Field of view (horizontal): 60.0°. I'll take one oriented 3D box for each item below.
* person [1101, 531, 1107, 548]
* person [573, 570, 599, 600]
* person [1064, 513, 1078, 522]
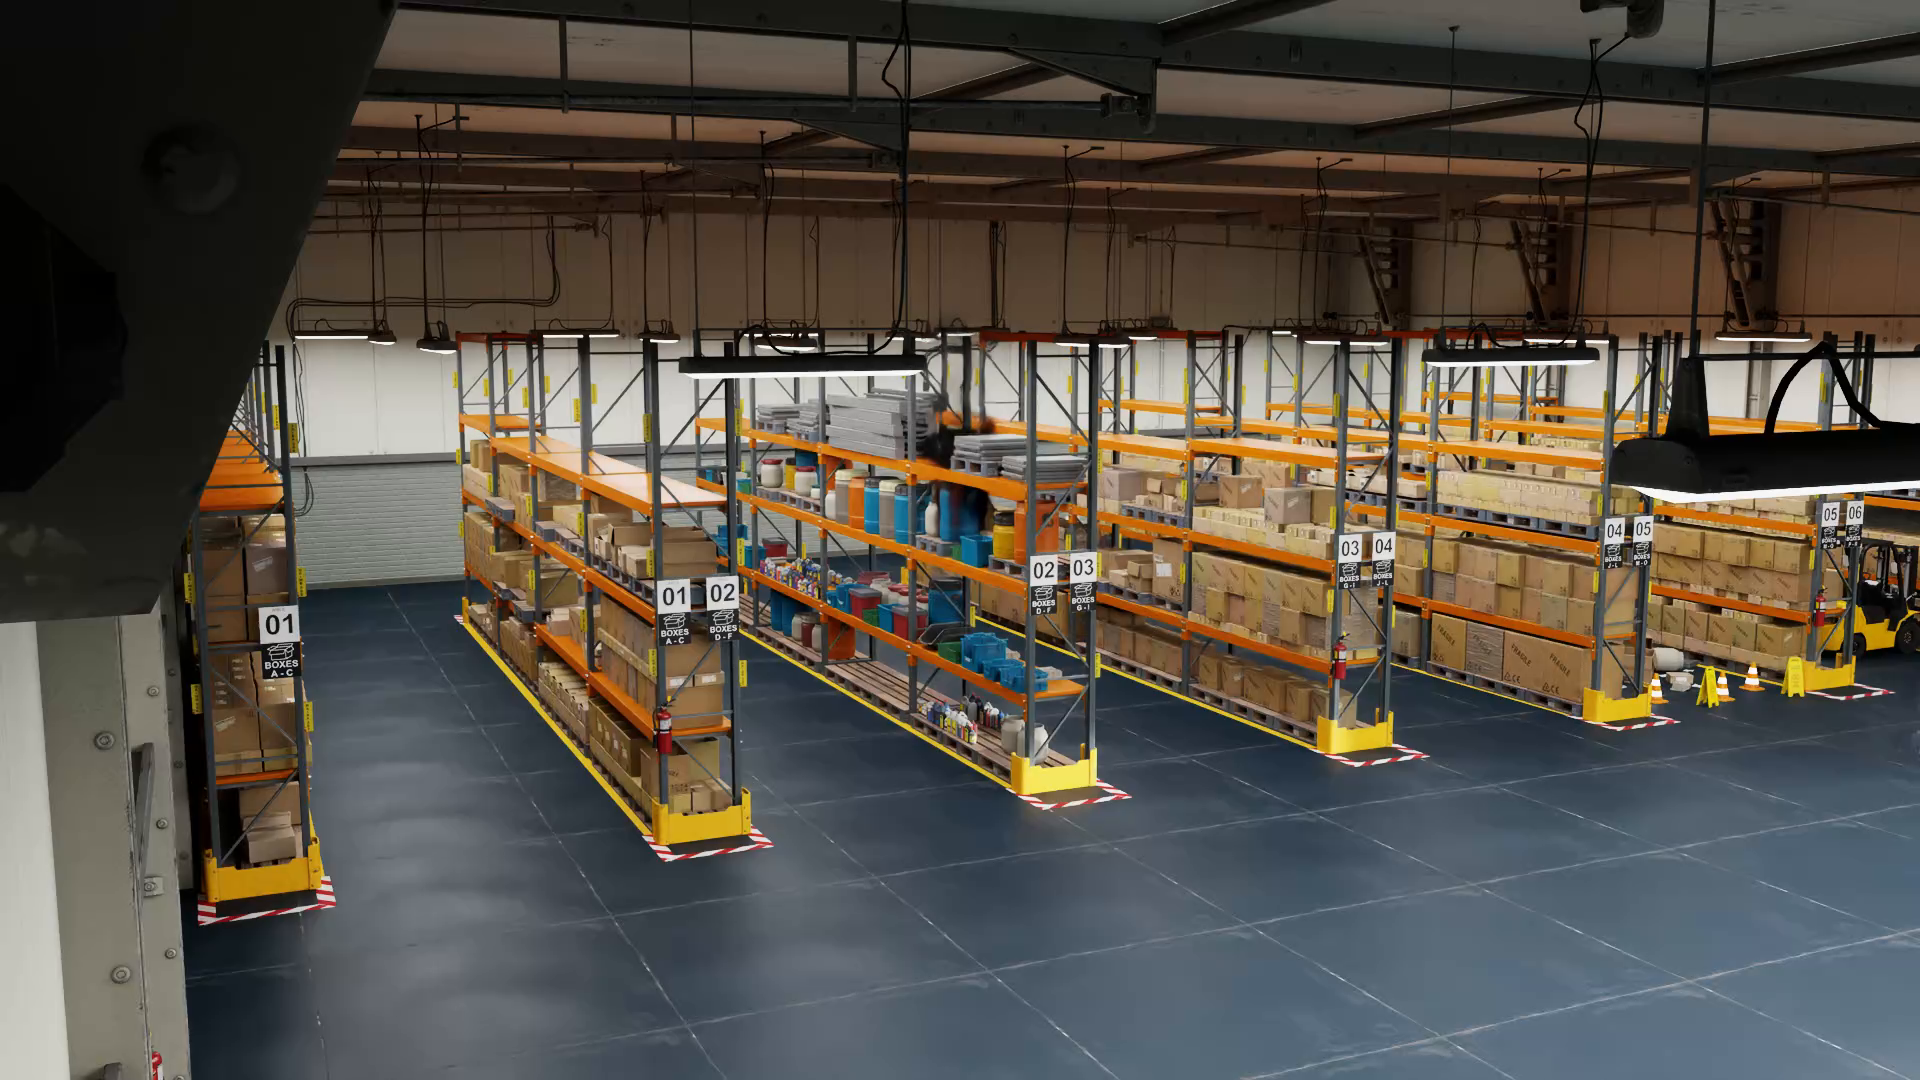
[{"bbox_3d":[3.613,-0.105,41.803,0.786,1.667,0.604,1,8,4],"label":"person"},{"bbox_3d":[-7.942,0.771,35.000,0.675,1.720,0.719,6,10,38],"label":"person"},{"bbox_3d":[2.780,-0.029,41.385,0.640,1.693,0.560,6,10,37],"label":"person"}]
